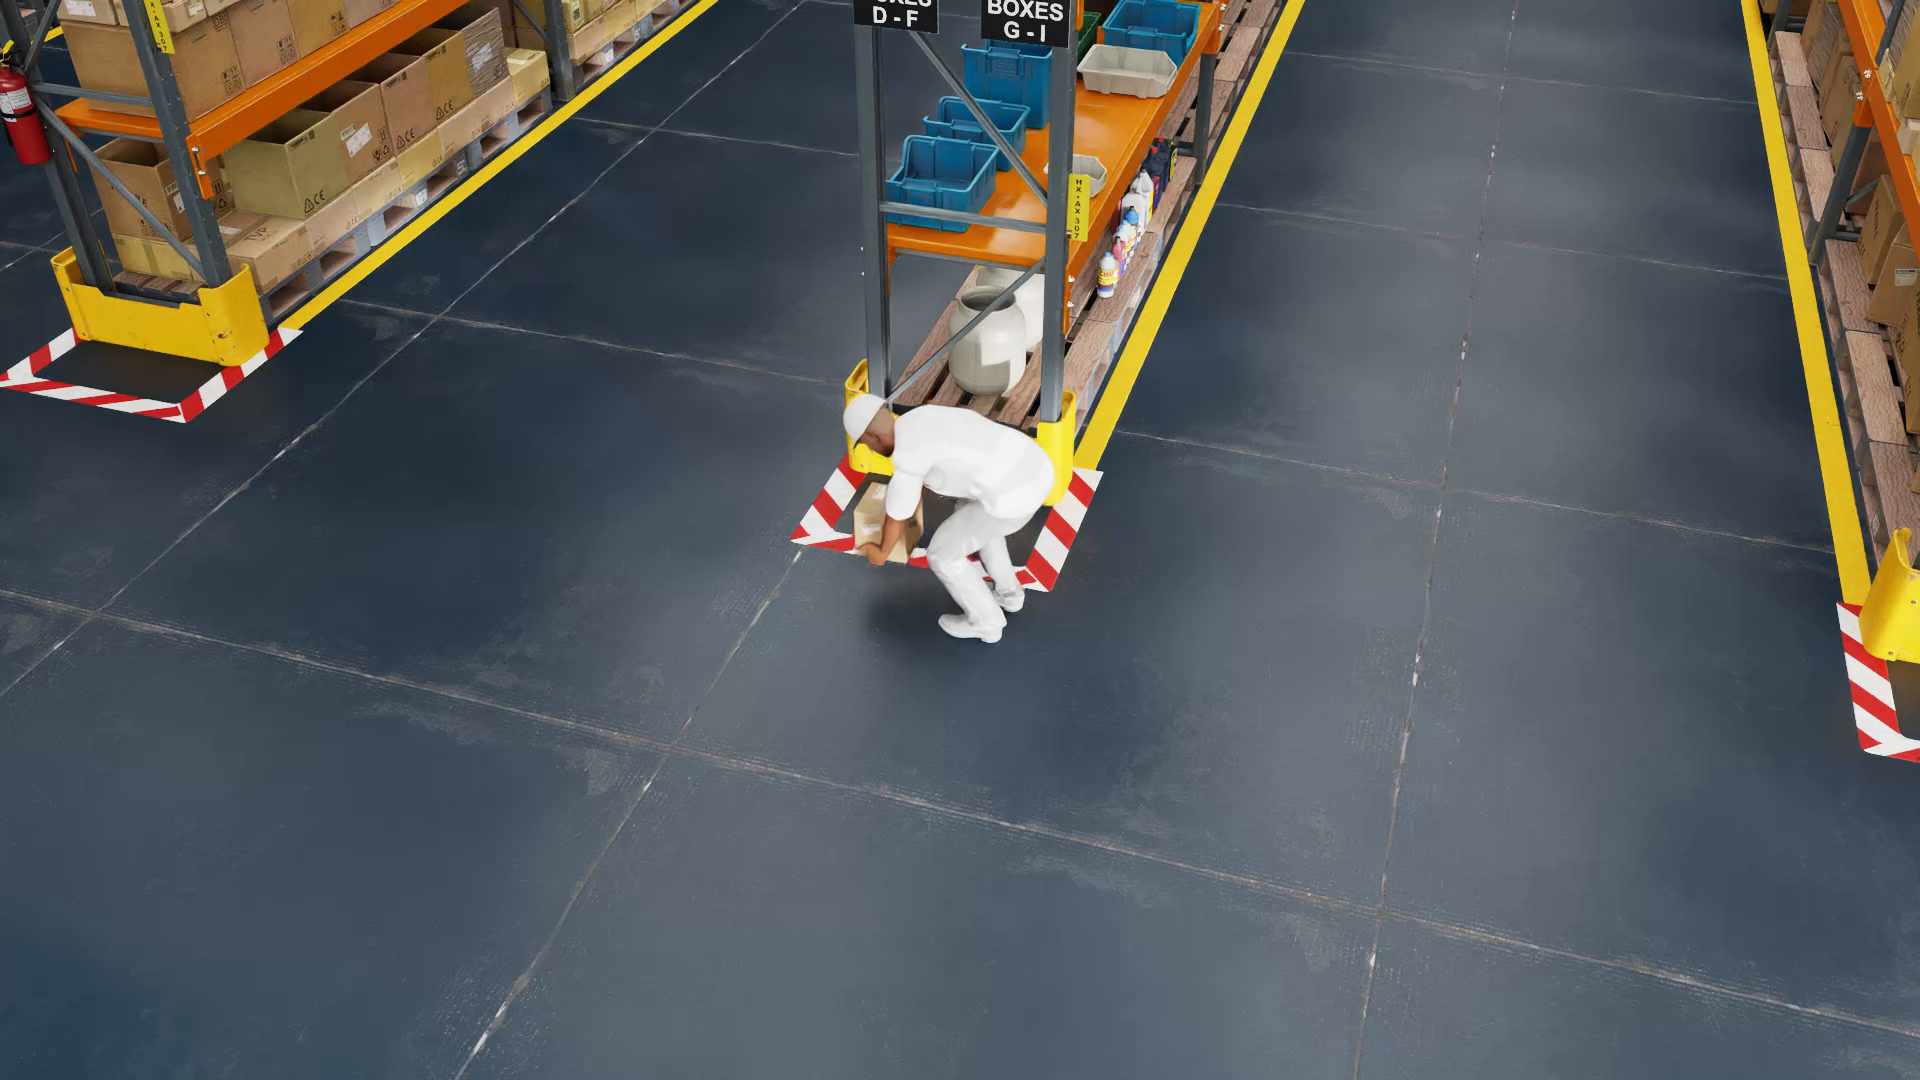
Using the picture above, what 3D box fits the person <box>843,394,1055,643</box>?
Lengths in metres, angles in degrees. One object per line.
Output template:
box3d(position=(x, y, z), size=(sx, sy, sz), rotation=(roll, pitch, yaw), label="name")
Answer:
box3d(position=(-0.066, -0.116, 7.582), size=(0.965, 1.099, 0.514), rotation=(13, 39, 17), label="person")
